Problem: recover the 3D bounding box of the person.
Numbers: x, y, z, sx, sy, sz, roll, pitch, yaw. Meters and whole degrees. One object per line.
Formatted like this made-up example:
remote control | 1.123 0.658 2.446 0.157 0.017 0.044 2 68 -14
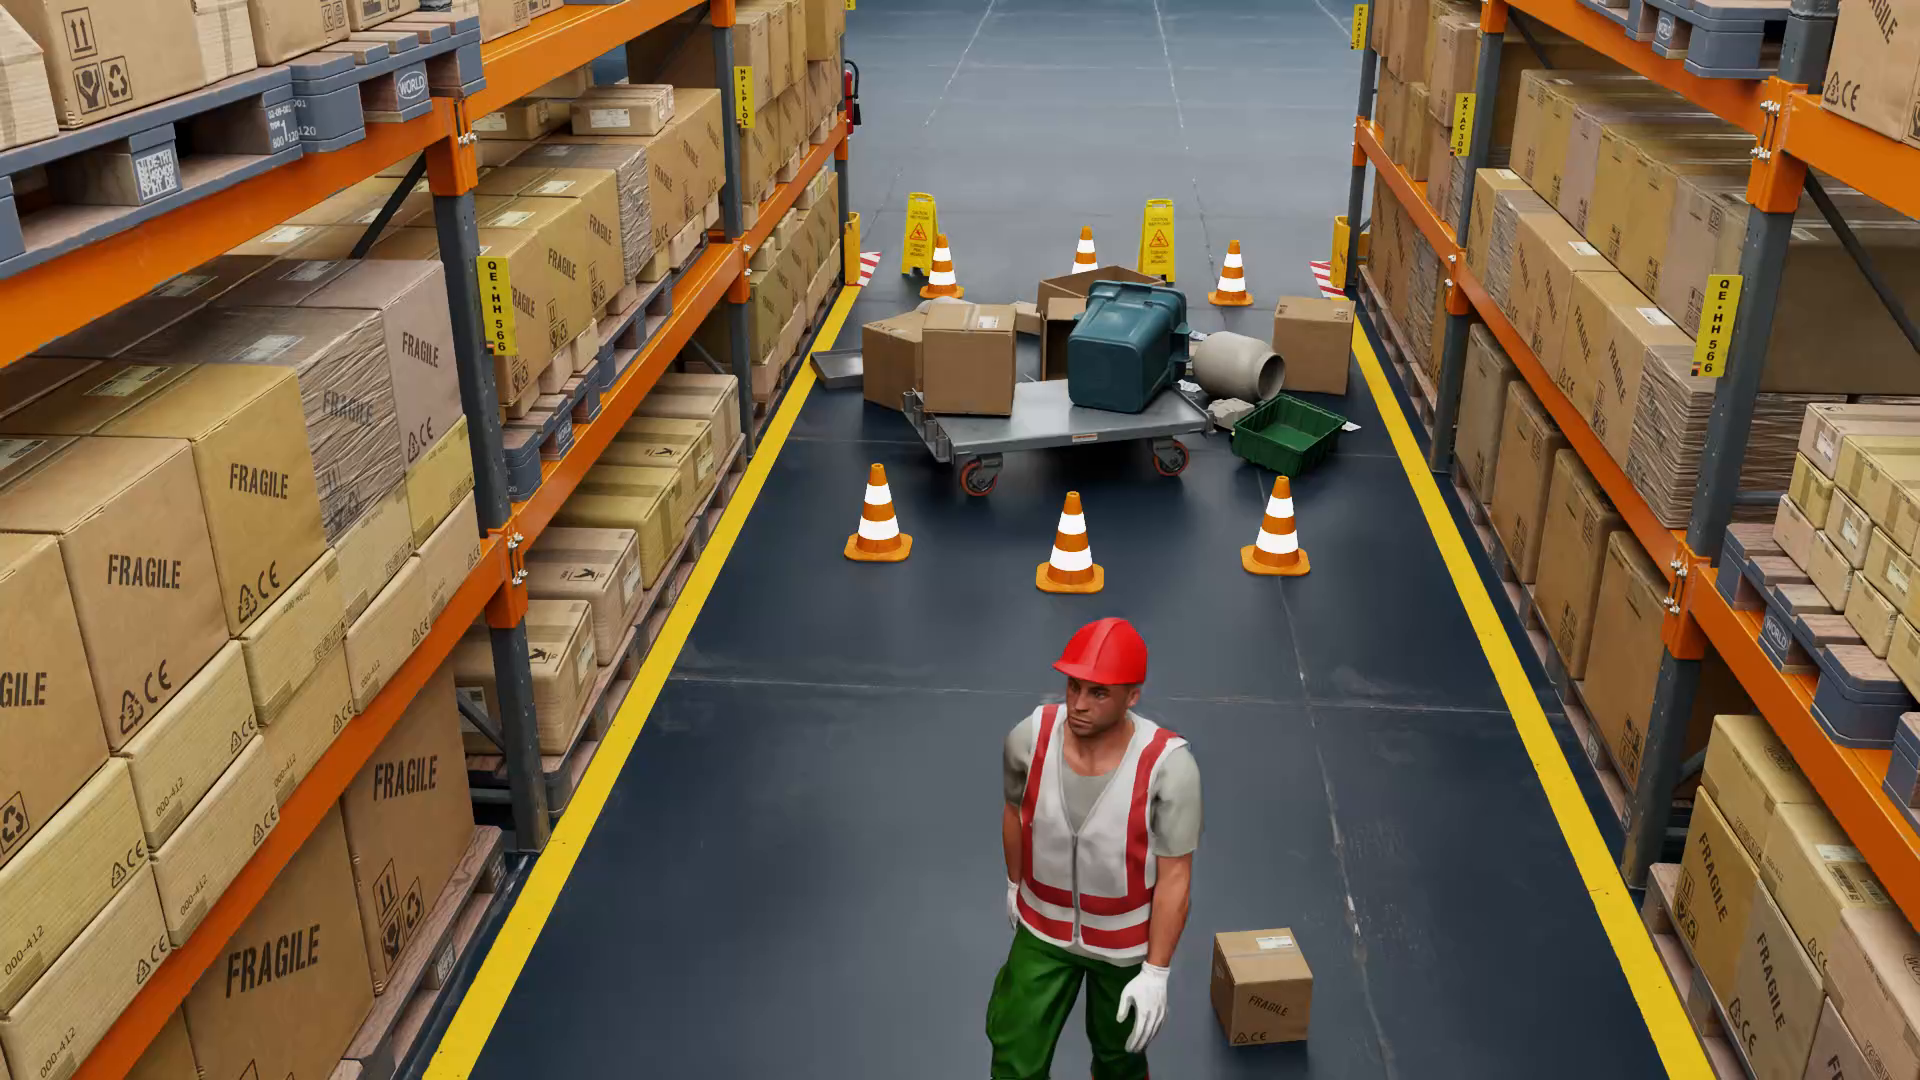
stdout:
person | 0.325 1.164 4.318 0.537 1.600 0.592 8 26 18
